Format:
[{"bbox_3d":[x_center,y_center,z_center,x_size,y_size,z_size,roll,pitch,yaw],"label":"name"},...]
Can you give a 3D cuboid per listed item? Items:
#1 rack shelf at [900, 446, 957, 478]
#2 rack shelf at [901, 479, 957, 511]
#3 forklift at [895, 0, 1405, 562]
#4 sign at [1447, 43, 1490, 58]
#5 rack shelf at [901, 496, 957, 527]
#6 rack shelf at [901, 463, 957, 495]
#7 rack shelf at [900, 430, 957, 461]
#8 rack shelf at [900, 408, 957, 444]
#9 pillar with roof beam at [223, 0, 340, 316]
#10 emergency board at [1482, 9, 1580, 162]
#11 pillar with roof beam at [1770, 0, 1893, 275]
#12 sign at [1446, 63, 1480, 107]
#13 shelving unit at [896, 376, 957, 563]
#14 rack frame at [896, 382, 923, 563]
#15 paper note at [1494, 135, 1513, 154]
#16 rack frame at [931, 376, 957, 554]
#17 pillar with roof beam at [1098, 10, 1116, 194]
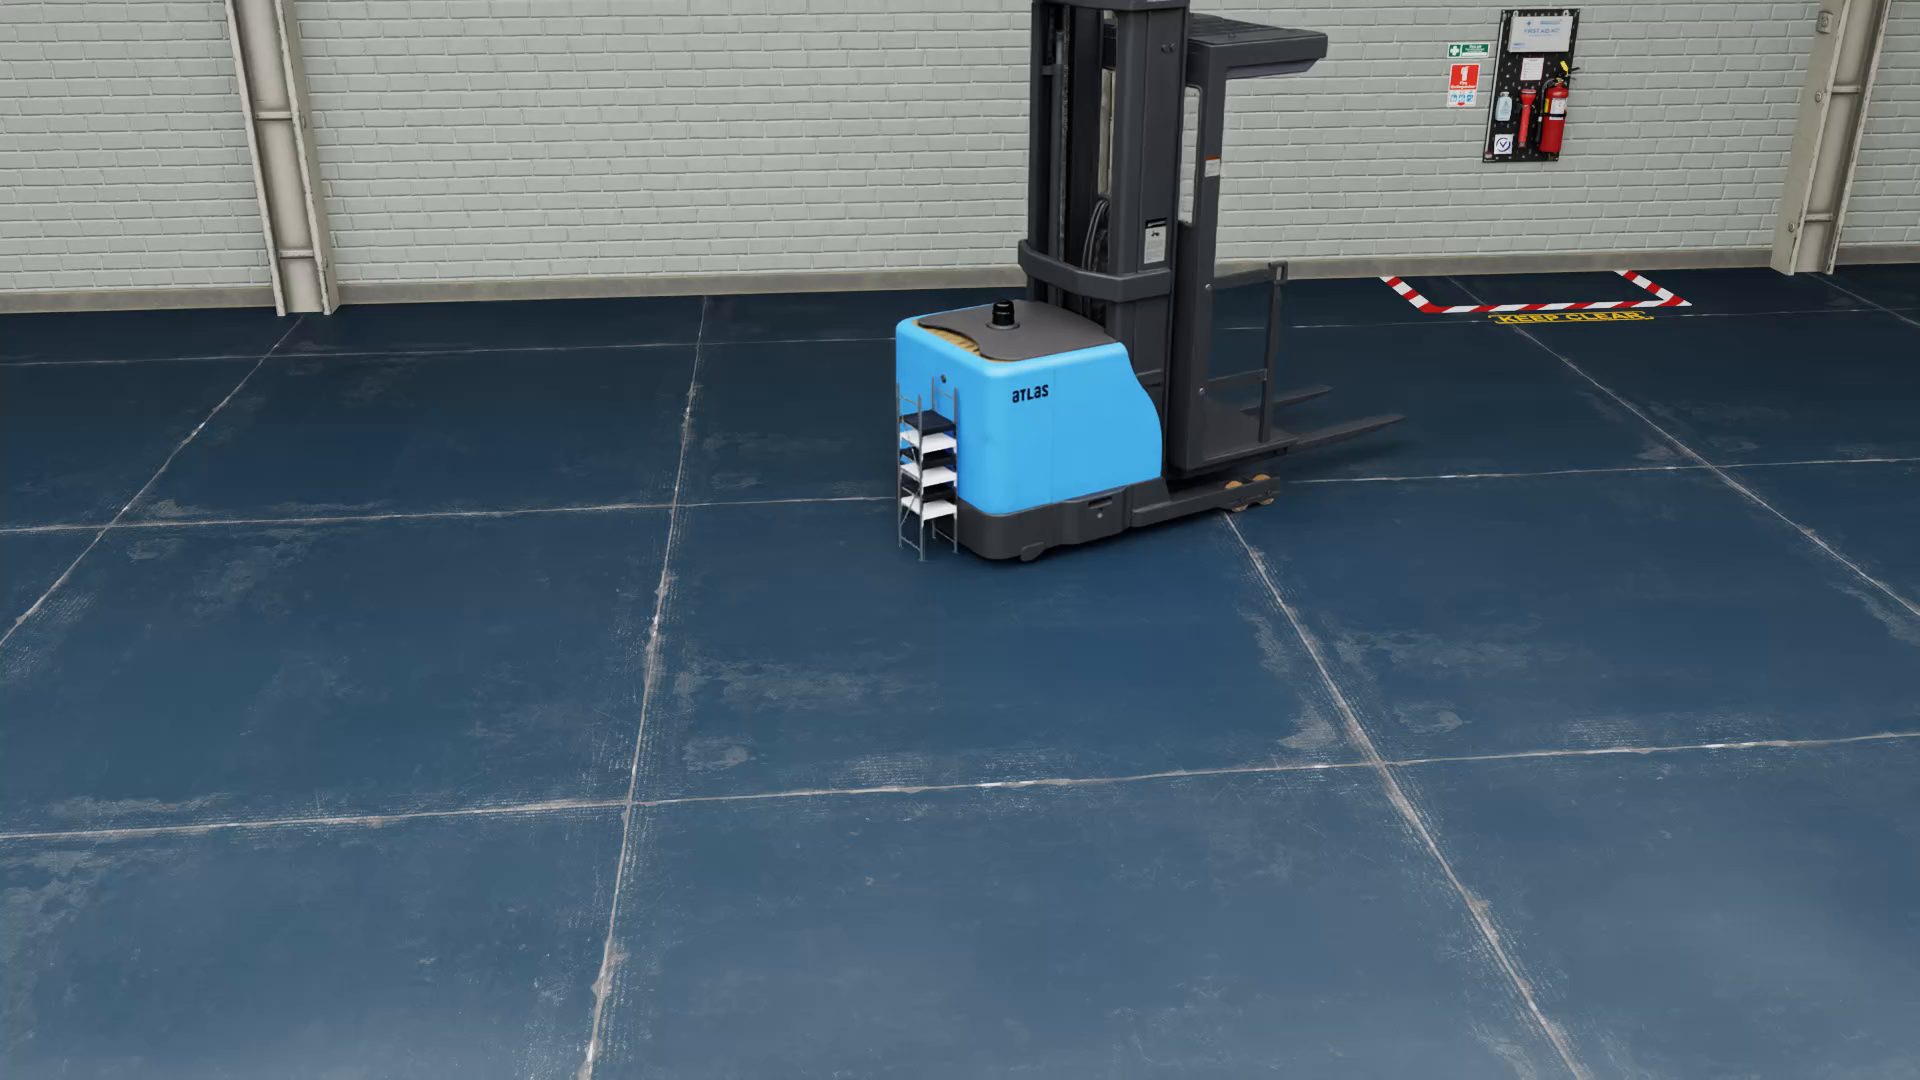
[{"bbox_3d":[-0.167,-0.408,8.421,0.200,0.077,0.258,-14,28,-28],"label":"rack shelf"},{"bbox_3d":[-0.167,-0.244,8.494,0.200,0.077,0.258,-14,28,-28],"label":"rack shelf"},{"bbox_3d":[1.174,-1.660,8.876,3.031,2.935,1.130,-14,28,-28],"label":"forklift"},{"bbox_3d":[3.950,-3.803,12.917,0.331,0.109,0.001,-2,24,-5],"label":"sign"},{"bbox_3d":[-0.167,-0.162,8.531,0.200,0.077,0.258,-14,28,-28],"label":"rack shelf"},{"bbox_3d":[-0.167,-0.326,8.458,0.200,0.077,0.258,-14,28,-28],"label":"rack shelf"},{"bbox_3d":[-0.167,-0.491,8.385,0.200,0.077,0.258,-14,28,-28],"label":"rack shelf"},{"bbox_3d":[-0.167,-0.573,8.348,0.200,0.077,0.258,-14,28,-28],"label":"rack shelf"},{"bbox_3d":[-4.551,-4.134,6.972,0.400,9.000,9.100,-2,24,-5],"label":"pillar with roof beam"},{"bbox_3d":[4.505,-3.528,12.995,0.643,1.169,0.194,-2,24,-5],"label":"emergency board"},{"bbox_3d":[7.391,-4.613,8.049,0.400,9.000,9.100,-2,24,-5],"label":"pillar with roof beam"},{"bbox_3d":[3.945,-3.564,13.032,0.234,0.329,0.001,-2,24,-5],"label":"sign"},{"bbox_3d":[-0.167,-0.357,8.444,0.210,0.900,0.258,-14,28,-28],"label":"shelving unit"},{"bbox_3d":[-0.254,-0.335,8.396,0.006,0.900,0.240,-14,28,-28],"label":"rack frame"},{"bbox_3d":[4.322,-3.147,13.221,0.142,0.148,0.016,-2,24,-5],"label":"paper note"},{"bbox_3d":[-0.080,-0.378,8.493,0.006,0.900,0.240,-14,28,-28],"label":"rack frame"},{"bbox_3d":[1.420,-4.374,7.510,0.400,9.000,9.100,-2,24,-5],"label":"pillar with roof beam"}]
